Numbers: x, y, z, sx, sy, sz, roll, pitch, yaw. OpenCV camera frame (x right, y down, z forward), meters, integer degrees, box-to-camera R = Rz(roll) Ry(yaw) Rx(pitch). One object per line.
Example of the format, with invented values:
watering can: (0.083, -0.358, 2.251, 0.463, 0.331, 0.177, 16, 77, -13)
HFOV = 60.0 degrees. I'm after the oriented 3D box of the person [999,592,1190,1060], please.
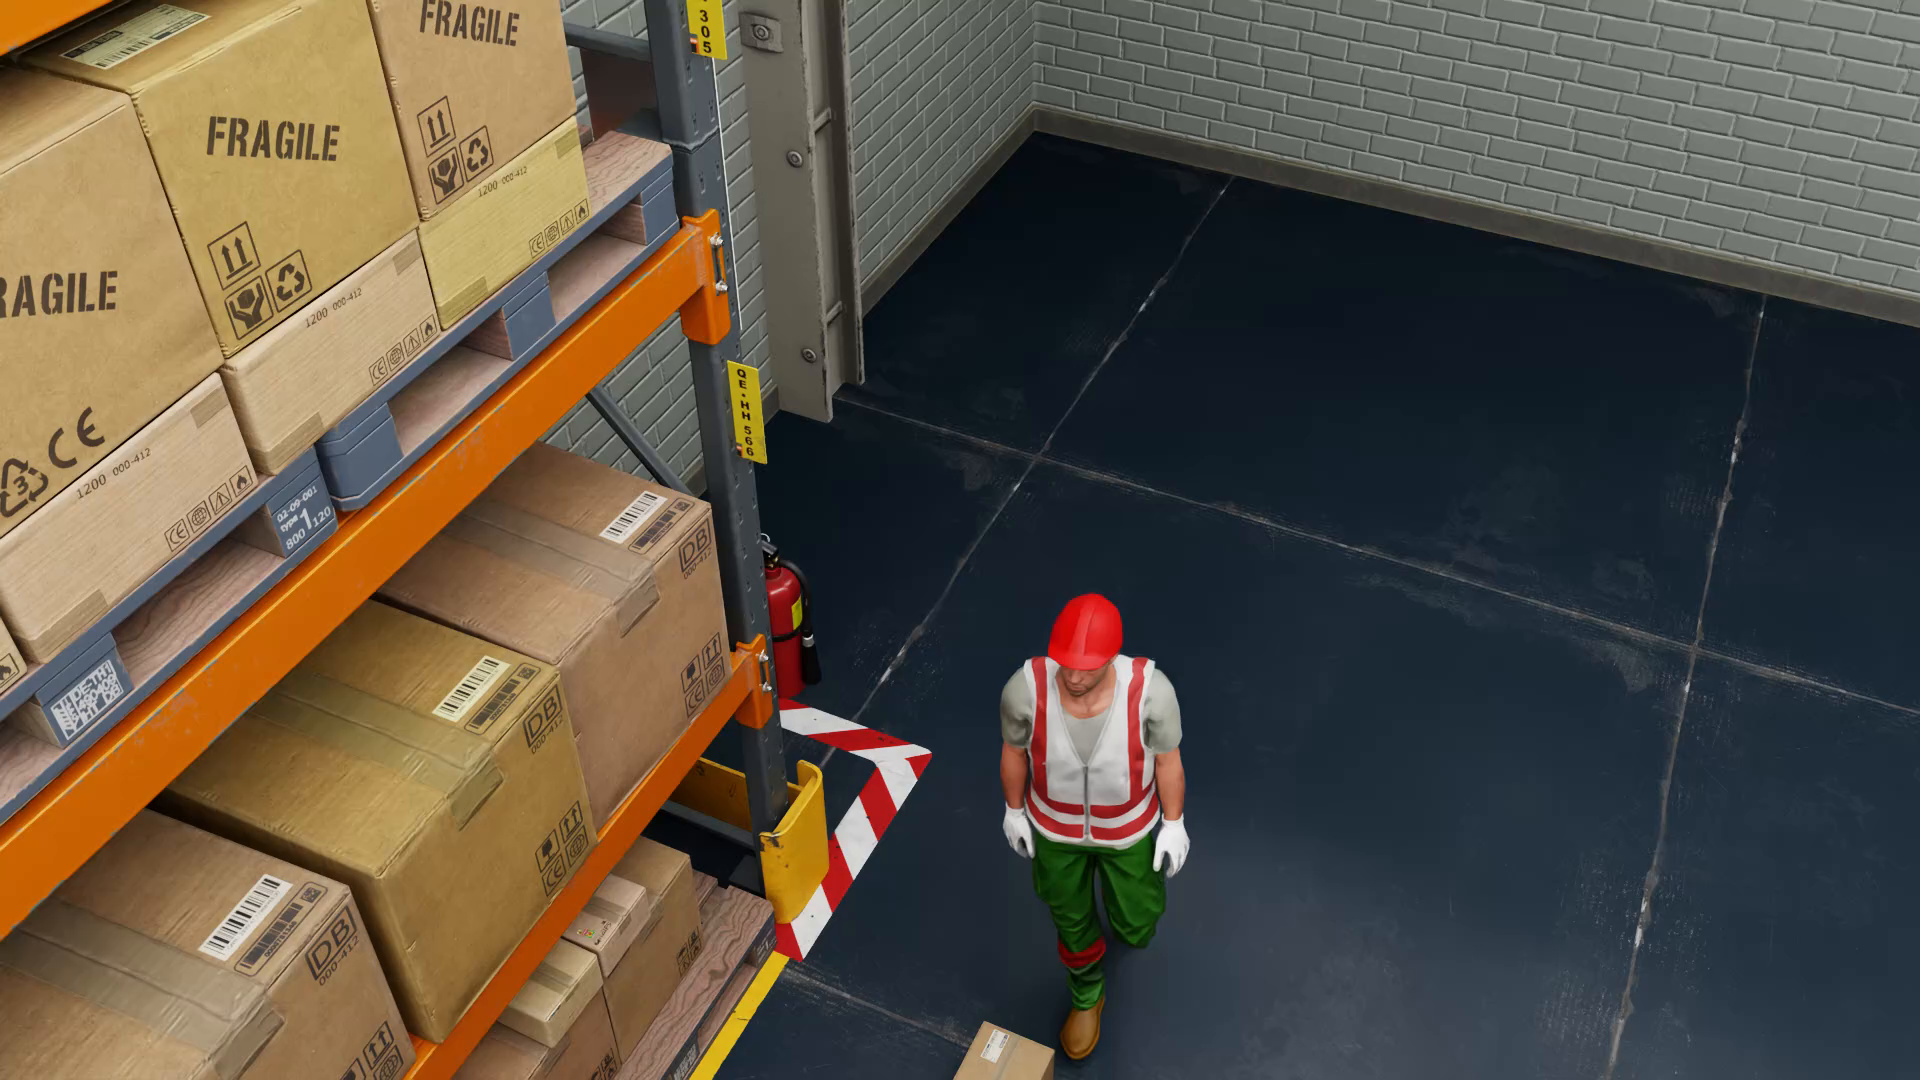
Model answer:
person: (0.414, 0.856, 5.168, 0.608, 1.785, 0.656, 6, 42, 6)
